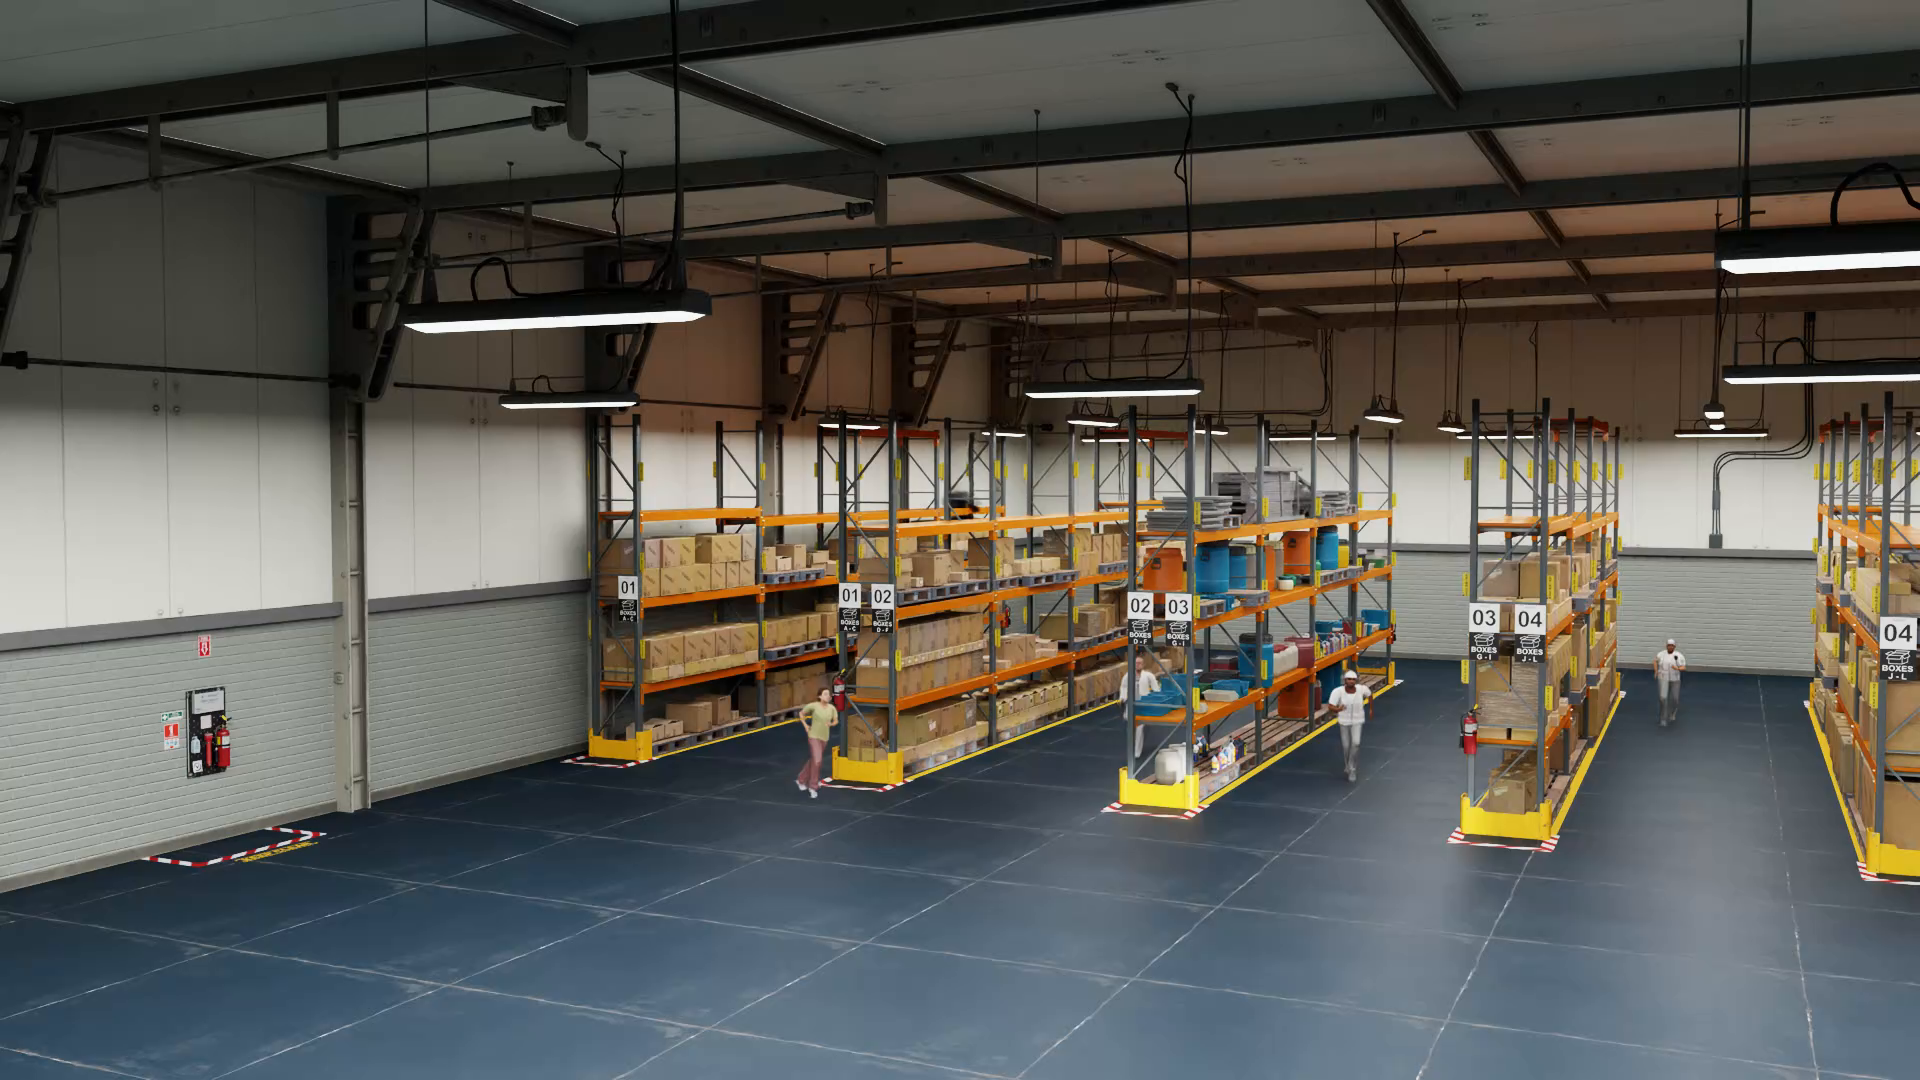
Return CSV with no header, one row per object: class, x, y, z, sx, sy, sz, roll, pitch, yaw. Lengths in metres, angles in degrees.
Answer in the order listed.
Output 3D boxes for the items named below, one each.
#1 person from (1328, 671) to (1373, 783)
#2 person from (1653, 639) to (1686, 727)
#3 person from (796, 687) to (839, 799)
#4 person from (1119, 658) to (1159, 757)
person,6.374,3.016,27.135,0.728,1.804,0.840,0,2,10
person,14.053,2.819,32.935,0.582,1.727,0.767,1,3,21
person,-2.213,3.127,25.869,0.579,1.717,0.718,-2,3,-37
person,3.153,2.944,29.354,0.723,1.747,0.634,1,2,20
